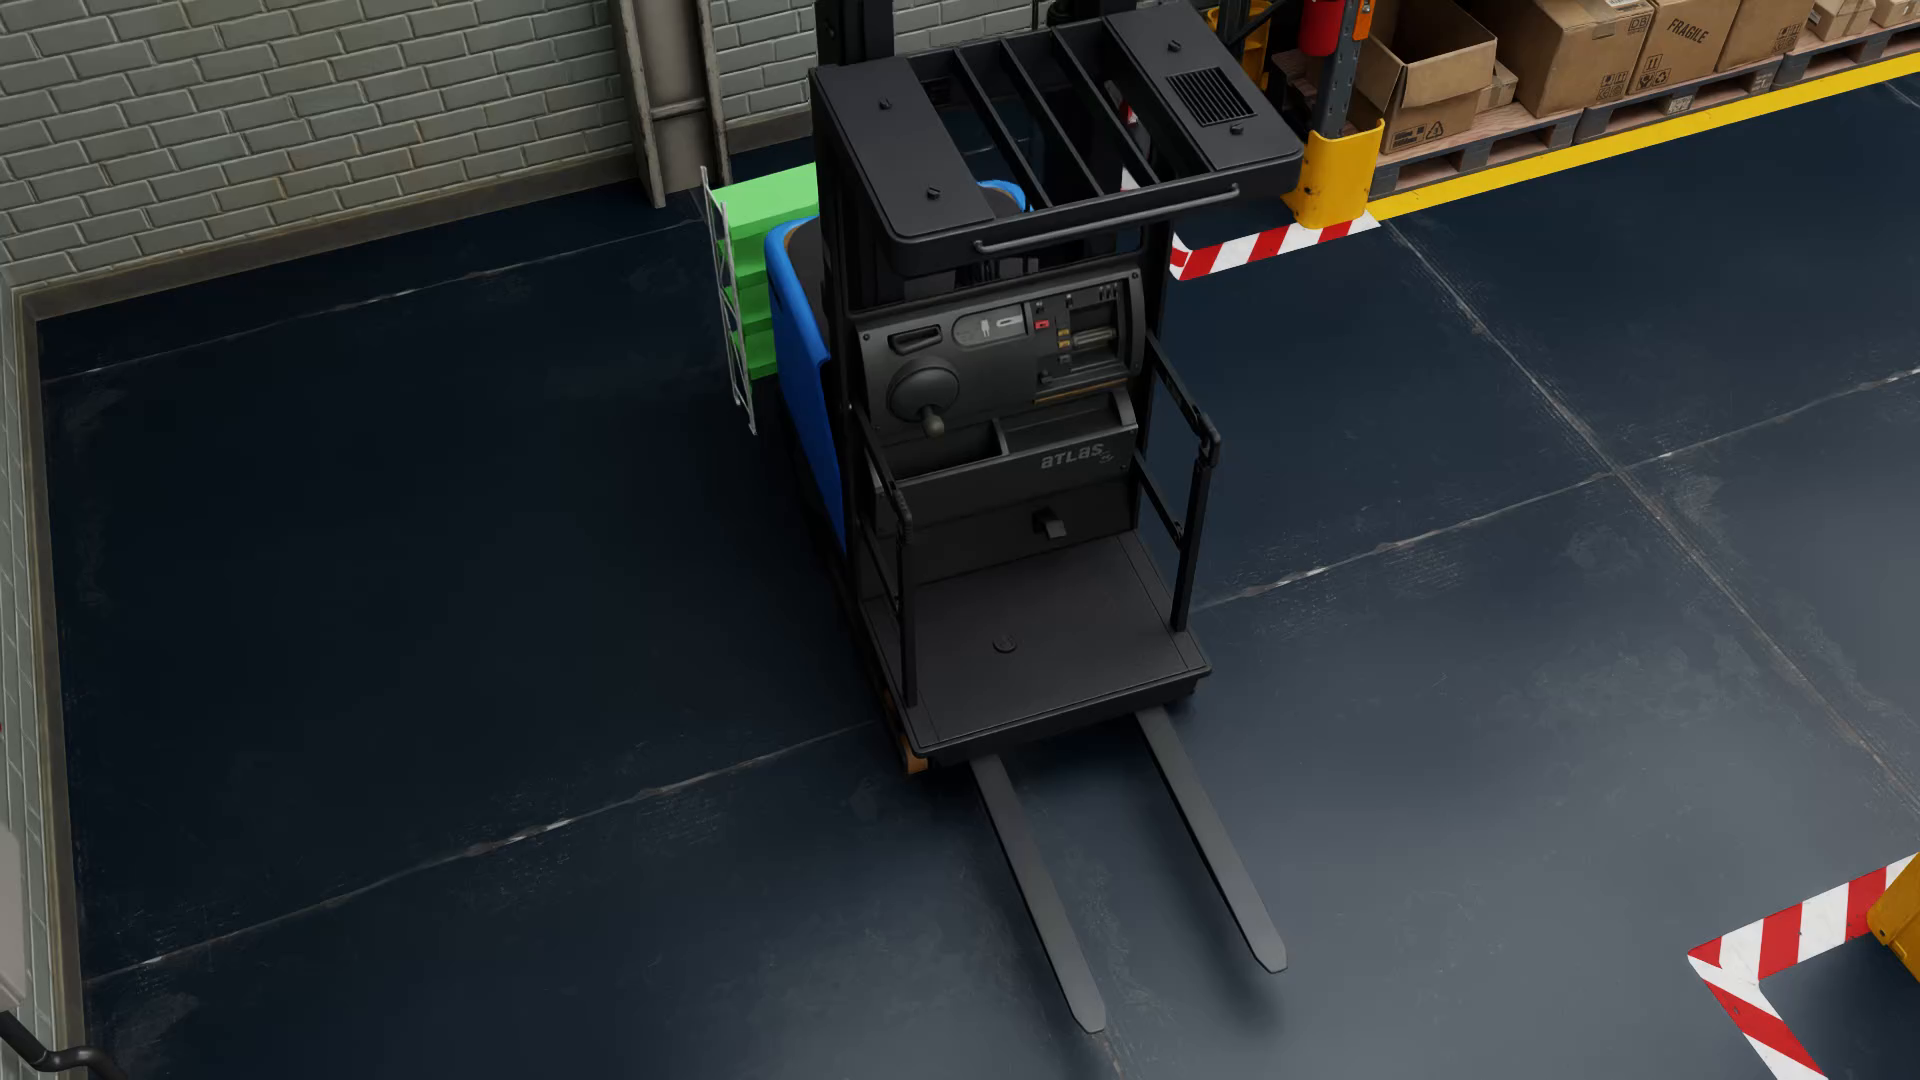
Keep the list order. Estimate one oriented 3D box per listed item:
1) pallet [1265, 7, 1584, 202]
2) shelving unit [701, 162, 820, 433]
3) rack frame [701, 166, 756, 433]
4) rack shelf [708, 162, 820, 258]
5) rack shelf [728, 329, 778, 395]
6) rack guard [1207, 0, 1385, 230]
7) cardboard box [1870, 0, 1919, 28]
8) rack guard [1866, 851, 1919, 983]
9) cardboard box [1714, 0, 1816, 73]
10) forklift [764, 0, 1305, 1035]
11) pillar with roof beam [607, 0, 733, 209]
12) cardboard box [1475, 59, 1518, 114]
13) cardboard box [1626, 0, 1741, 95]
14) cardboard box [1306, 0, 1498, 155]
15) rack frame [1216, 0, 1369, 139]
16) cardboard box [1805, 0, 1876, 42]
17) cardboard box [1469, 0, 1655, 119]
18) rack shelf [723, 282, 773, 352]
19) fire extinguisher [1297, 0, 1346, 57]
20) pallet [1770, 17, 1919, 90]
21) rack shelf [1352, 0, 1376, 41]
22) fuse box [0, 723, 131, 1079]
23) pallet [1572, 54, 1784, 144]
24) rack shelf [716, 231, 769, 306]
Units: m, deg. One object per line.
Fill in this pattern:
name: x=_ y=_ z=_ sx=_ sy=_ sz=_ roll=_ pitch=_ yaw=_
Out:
pallet: x=2.310 y=-2.208 z=8.348 sx=1.213 sy=0.211 sz=1.003 roll=-17 pitch=52 yaw=-14
shelving unit: x=-0.691 y=-1.001 z=6.659 sx=0.503 sy=1.200 sz=0.258 roll=-19 pitch=52 yaw=-16
rack frame: x=-0.912 y=-0.923 z=6.593 sx=0.015 sy=1.200 sz=0.240 roll=-19 pitch=52 yaw=-16
rack shelf: x=-0.691 y=-1.272 z=6.344 sx=0.480 sy=0.148 sz=0.258 roll=-19 pitch=52 yaw=-16
rack shelf: x=-0.691 y=-0.803 z=6.890 sx=0.480 sy=0.148 sz=0.258 roll=-19 pitch=52 yaw=-16
rack guard: x=1.572 y=-2.073 z=8.041 sx=0.348 sy=0.500 sz=1.175 roll=-17 pitch=52 yaw=-14
cardboard box: x=4.800 y=-2.855 z=8.667 sx=0.250 sy=0.149 sz=0.380 roll=-19 pitch=52 yaw=-15
rack guard: x=3.360 y=1.441 z=5.024 sx=0.348 sy=0.500 sz=1.175 roll=-17 pitch=52 yaw=-14
cardboard box: x=3.871 y=-2.812 z=8.400 sx=0.500 sy=0.500 sz=0.700 roll=-19 pitch=52 yaw=-16
forklift: x=0.212 y=-0.486 z=5.076 sx=1.130 sy=2.935 sz=3.031 roll=-15 pitch=51 yaw=-12
pillar with roof beam: x=0.293 y=-1.656 z=2.081 sx=0.400 sy=9.000 sz=9.100 roll=-17 pitch=52 yaw=-14
cardboard box: x=2.512 y=-2.277 z=8.171 sx=0.250 sy=0.149 sz=0.380 roll=-19 pitch=52 yaw=-16
cardboard box: x=3.437 y=-2.596 z=8.214 sx=0.500 sy=0.500 sz=0.500 roll=-16 pitch=51 yaw=-14
cardboard box: x=2.104 y=-2.298 z=7.956 sx=0.637 sy=0.503 sz=0.797 roll=-19 pitch=52 yaw=-16
rack frame: x=1.502 y=-2.865 z=7.074 sx=0.127 sy=3.000 sz=1.000 roll=-17 pitch=52 yaw=-14
cardboard box: x=4.470 y=-2.790 z=8.535 sx=0.258 sy=0.266 sz=0.396 roll=-16 pitch=51 yaw=-13
cardboard box: x=2.910 y=-2.515 z=8.144 sx=0.500 sy=0.500 sz=0.700 roll=-15 pitch=51 yaw=-13
rack shelf: x=-0.691 y=-0.959 z=6.708 sx=0.480 sy=0.148 sz=0.258 roll=-19 pitch=52 yaw=-16
fire extinguisher: x=1.540 y=-2.352 z=6.930 sx=0.183 sy=0.674 sz=0.296 roll=-17 pitch=52 yaw=-14
pallet: x=4.569 y=-2.908 z=8.949 sx=1.213 sy=0.211 sz=1.003 roll=-17 pitch=52 yaw=-14
rack shelf: x=3.353 y=-3.205 z=7.840 sx=4.000 sy=0.370 sz=1.077 roll=-17 pitch=52 yaw=-14
fuse box: x=-2.488 y=1.156 z=4.470 sx=0.414 sy=1.711 sz=0.539 roll=-17 pitch=52 yaw=-14
pallet: x=3.438 y=-2.555 z=8.646 sx=1.213 sy=0.211 sz=1.003 roll=-17 pitch=52 yaw=-14
rack shelf: x=-0.691 y=-1.116 z=6.526 sx=0.480 sy=0.148 sz=0.258 roll=-19 pitch=52 yaw=-16
